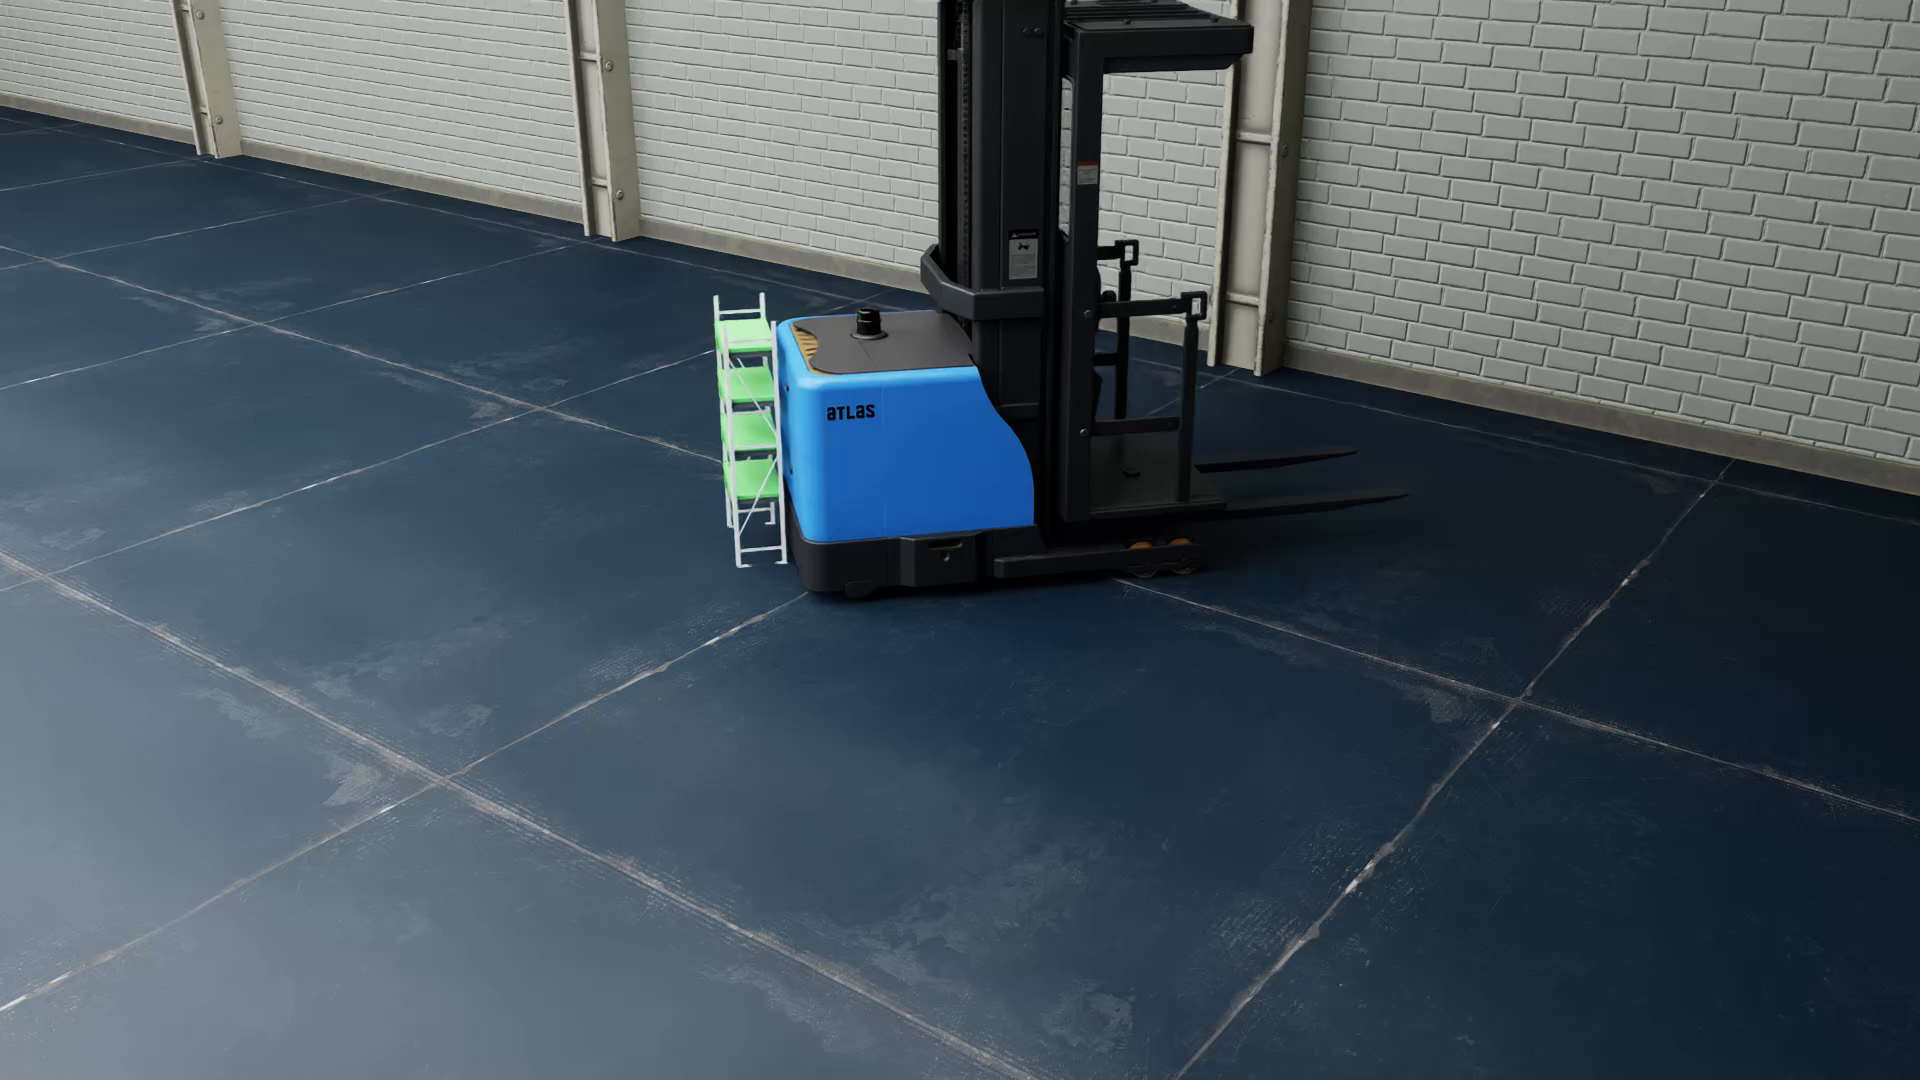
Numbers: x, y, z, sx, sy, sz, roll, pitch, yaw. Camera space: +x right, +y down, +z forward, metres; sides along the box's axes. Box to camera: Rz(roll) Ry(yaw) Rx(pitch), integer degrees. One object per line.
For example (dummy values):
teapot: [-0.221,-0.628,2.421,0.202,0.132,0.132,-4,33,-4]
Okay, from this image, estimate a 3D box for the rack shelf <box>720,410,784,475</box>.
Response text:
rack shelf: [-1.002,-0.466,7.979,0.258,0.148,0.480,-5,24,-11]

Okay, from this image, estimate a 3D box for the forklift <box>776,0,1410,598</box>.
forklift: [0.673,-1.366,7.715,3.031,2.935,1.130,-5,24,-11]

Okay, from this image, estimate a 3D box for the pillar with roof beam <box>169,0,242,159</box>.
pillar with roof beam: [-10.326,-6.773,12.461,0.400,9.000,9.100,17,29,33]

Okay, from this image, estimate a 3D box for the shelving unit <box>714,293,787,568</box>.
shelving unit: [-1.002,-0.525,7.953,0.258,1.200,0.503,-5,24,-11]

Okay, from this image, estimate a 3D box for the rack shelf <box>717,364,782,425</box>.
rack shelf: [-1.002,-0.686,7.882,0.258,0.148,0.480,-5,24,-11]

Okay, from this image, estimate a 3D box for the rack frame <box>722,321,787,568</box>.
rack frame: [-0.950,-0.429,7.735,0.240,1.200,0.015,-5,24,-11]

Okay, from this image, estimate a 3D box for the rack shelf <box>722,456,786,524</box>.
rack shelf: [-1.002,-0.247,8.076,0.258,0.148,0.480,-5,24,-11]

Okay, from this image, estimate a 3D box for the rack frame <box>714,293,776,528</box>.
rack frame: [-1.054,-0.621,8.171,0.240,1.200,0.015,-5,24,-11]

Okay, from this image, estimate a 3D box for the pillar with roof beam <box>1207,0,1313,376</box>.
pillar with roof beam: [-0.724,-3.871,5.875,0.400,9.000,9.100,17,29,33]

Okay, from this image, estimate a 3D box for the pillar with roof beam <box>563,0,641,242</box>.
pillar with roof beam: [-5.525,-5.322,9.168,0.400,9.000,9.100,17,29,33]

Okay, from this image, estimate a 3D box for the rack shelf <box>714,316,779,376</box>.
rack shelf: [-1.002,-0.906,7.785,0.258,0.148,0.480,-5,24,-11]
